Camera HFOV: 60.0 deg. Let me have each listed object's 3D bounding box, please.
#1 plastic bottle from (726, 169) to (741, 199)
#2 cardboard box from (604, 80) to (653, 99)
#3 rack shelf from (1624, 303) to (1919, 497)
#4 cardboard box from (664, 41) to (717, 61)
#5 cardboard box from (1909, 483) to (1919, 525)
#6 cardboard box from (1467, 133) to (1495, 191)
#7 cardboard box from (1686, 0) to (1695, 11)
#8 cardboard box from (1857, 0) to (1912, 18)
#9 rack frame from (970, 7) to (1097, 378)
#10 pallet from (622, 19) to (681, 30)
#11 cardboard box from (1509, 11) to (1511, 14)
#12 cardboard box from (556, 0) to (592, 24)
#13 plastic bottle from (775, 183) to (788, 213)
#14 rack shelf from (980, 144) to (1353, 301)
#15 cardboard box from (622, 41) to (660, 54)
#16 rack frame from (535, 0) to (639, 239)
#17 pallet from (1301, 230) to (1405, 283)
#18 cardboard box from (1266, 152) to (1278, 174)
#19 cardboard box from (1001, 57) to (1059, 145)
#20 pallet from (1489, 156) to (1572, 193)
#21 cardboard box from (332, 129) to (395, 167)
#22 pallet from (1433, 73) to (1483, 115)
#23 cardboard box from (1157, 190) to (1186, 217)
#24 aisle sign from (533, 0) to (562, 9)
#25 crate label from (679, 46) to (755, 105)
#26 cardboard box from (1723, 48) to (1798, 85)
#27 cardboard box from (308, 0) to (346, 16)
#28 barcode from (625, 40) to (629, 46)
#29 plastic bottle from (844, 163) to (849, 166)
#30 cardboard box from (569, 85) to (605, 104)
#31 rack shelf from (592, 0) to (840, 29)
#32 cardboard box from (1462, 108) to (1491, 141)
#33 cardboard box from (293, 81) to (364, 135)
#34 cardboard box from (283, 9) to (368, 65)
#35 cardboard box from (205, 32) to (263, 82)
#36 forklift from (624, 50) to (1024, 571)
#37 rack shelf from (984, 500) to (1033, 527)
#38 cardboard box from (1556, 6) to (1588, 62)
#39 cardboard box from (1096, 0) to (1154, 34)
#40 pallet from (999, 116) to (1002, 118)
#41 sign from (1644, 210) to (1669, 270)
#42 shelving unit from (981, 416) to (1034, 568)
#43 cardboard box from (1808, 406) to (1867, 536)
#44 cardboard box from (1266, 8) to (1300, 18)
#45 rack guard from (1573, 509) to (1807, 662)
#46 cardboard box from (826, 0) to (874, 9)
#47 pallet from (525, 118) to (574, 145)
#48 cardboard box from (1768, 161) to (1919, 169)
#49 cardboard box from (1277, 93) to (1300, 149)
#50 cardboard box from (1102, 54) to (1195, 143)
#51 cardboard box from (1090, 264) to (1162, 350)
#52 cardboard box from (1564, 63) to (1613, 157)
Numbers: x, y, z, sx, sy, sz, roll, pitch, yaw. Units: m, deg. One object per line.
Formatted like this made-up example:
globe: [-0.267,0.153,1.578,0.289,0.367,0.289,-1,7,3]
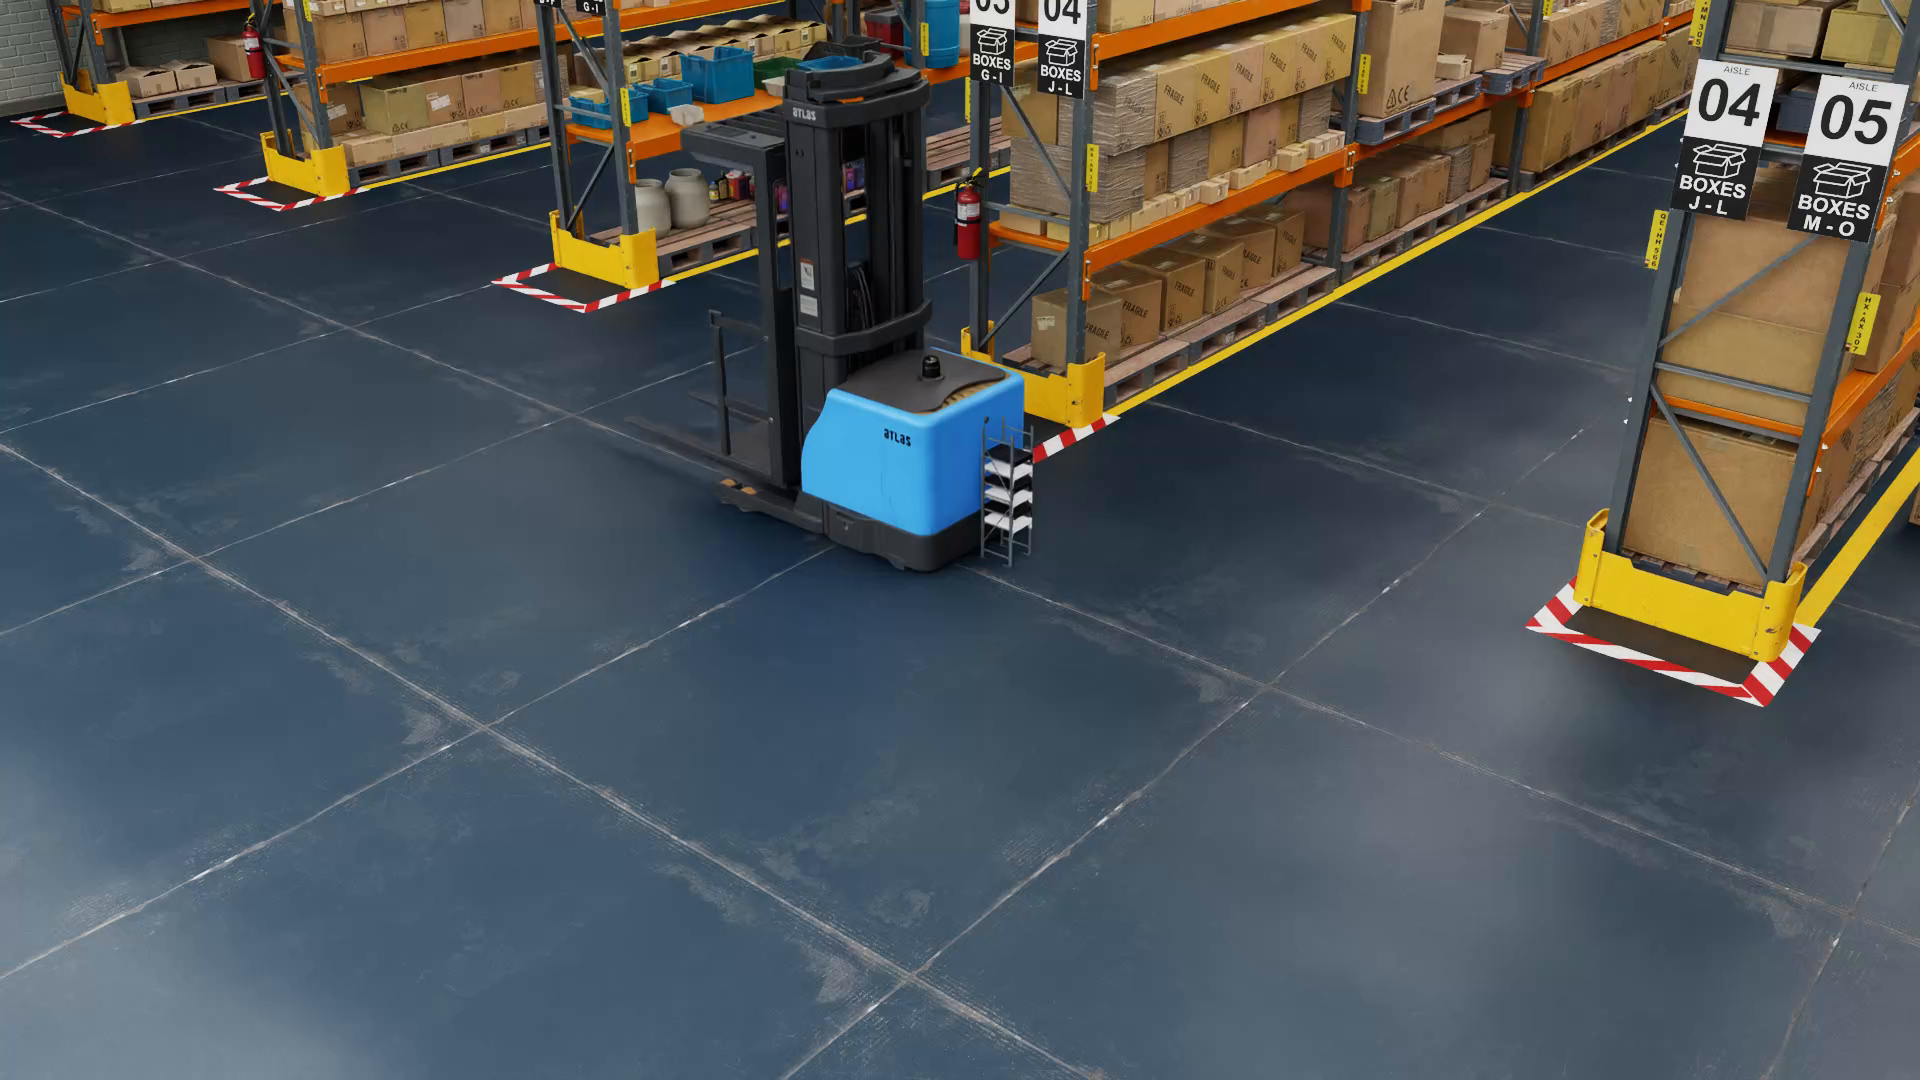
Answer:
plastic bottle: [-2.316,-3.646,17.020,0.152,0.276,0.135,21,34,35]
cardboard box: [-4.155,-5.703,21.045,0.500,0.250,0.500,20,33,33]
rack shelf: [5.530,-1.257,10.698,1.077,0.370,4.000,21,34,34]
cardboard box: [-3.497,-6.315,21.618,0.500,0.311,0.500,19,33,33]
cardboard box: [6.607,-0.326,10.833,0.500,0.500,0.500,-21,34,-35]
cardboard box: [5.173,-4.031,17.519,0.700,0.500,0.500,19,33,32]
cardboard box: [8.907,-6.690,20.691,0.380,0.149,0.250,22,35,36]
cardboard box: [4.716,-2.698,8.277,0.380,0.149,0.250,21,34,35]
rack frame: [0.495,-2.353,12.033,1.000,3.000,0.127,21,34,34]
pallet: [-5.323,-8.551,27.050,1.003,0.211,1.213,21,34,34]
cardboard box: [5.706,-5.481,17.971,0.500,0.500,0.500,22,35,36]
cardboard box: [-4.880,-6.553,20.043,0.700,0.500,0.500,20,33,33]
plastic bottle: [-1.775,-3.416,16.566,0.061,0.283,0.133,21,34,35]
rack shelf: [1.767,-2.742,13.569,1.077,0.370,4.000,21,34,34]
cardboard box: [-4.240,-6.295,21.580,0.500,0.311,0.500,22,34,36]
rack frame: [-3.327,-3.800,14.831,1.000,3.000,0.127,21,34,34]
pallet: [3.533,-2.809,15.950,1.003,0.211,1.213,21,34,34]
cardboard box: [2.424,-3.169,13.884,0.380,0.149,0.250,21,34,34]
cardboard box: [0.654,-3.240,12.229,0.500,0.500,0.500,21,34,34]
pallet: [6.143,-4.208,18.655,1.003,0.211,1.213,21,34,34]
cardboard box: [-6.634,-4.340,18.409,0.500,0.250,0.500,21,34,34]
pallet: [4.356,-4.390,16.180,1.003,0.211,1.213,21,34,34]
cardboard box: [1.512,-2.621,12.825,0.380,0.149,0.250,21,34,34]
aisle sign: [-3.602,-5.016,14.353,0.394,0.787,0.004,21,34,34]
crate label: [-2.365,-4.548,16.237,0.502,0.435,0.616,21,34,34]
cardboard box: [4.208,-2.536,8.830,0.380,0.149,0.250,21,34,34]
cardboard box: [-6.731,-5.658,17.608,0.380,0.149,0.250,20,34,34]
barcode: [-4.119,-6.148,20.566,0.001,0.075,0.075,21,34,34]
plastic bottle: [-1.222,-3.858,17.428,0.152,0.276,0.135,21,34,34]
cardboard box: [-4.729,-5.404,20.468,0.500,0.250,0.500,21,34,34]
rack shelf: [-3.330,-7.057,21.910,1.077,0.370,4.000,21,34,34]
cardboard box: [5.180,-4.361,17.341,0.500,0.250,0.500,22,35,36]
cardboard box: [-7.035,-4.825,18.531,0.500,0.500,0.500,21,34,34]
cardboard box: [-6.840,-5.455,17.922,0.700,0.500,0.500,21,34,34]
cardboard box: [-9.594,-6.447,22.190,0.700,0.500,0.500,18,33,31]
forklift: [-1.038,-1.654,10.757,3.031,2.935,1.130,21,34,34]
rack shelf: [0.292,-0.185,10.396,0.258,0.077,0.200,20,33,33]
cardboard box: [6.429,-5.510,18.027,0.500,0.500,0.500,20,33,33]
cardboard box: [1.001,-3.714,11.563,0.500,0.250,0.500,22,35,36]
pallet: [1.239,-5.135,20.446,1.003,0.211,1.213,21,34,34]
sign: [3.848,-1.650,9.157,0.100,0.325,0.005,21,34,34]
shelving unit: [0.292,-0.294,10.339,0.258,0.900,0.210,20,33,33]
cardboard box: [5.196,-0.682,10.660,0.875,0.875,0.875,20,34,34]
cardboard box: [2.557,-4.306,14.289,0.500,0.500,0.500,21,34,34]
rack guard: [4.243,0.252,9.720,1.175,0.500,0.348,21,34,34]
cardboard box: [-1.612,-7.925,24.231,0.500,0.250,0.500,22,35,36]
pallet: [-5.141,-5.159,20.493,1.003,0.211,1.213,21,34,34]
cardboard box: [5.500,-2.140,10.284,0.875,0.550,0.500,21,34,34]
cardboard box: [2.360,-3.639,14.087,0.875,0.500,0.500,21,34,34]
cardboard box: [1.379,-3.264,12.274,0.500,0.500,0.500,21,34,34]
cardboard box: [1.259,-1.867,13.359,0.500,0.500,0.500,-18,32,-31]
cardboard box: [6.611,-4.984,18.976,1.225,0.875,0.875,21,34,35]
